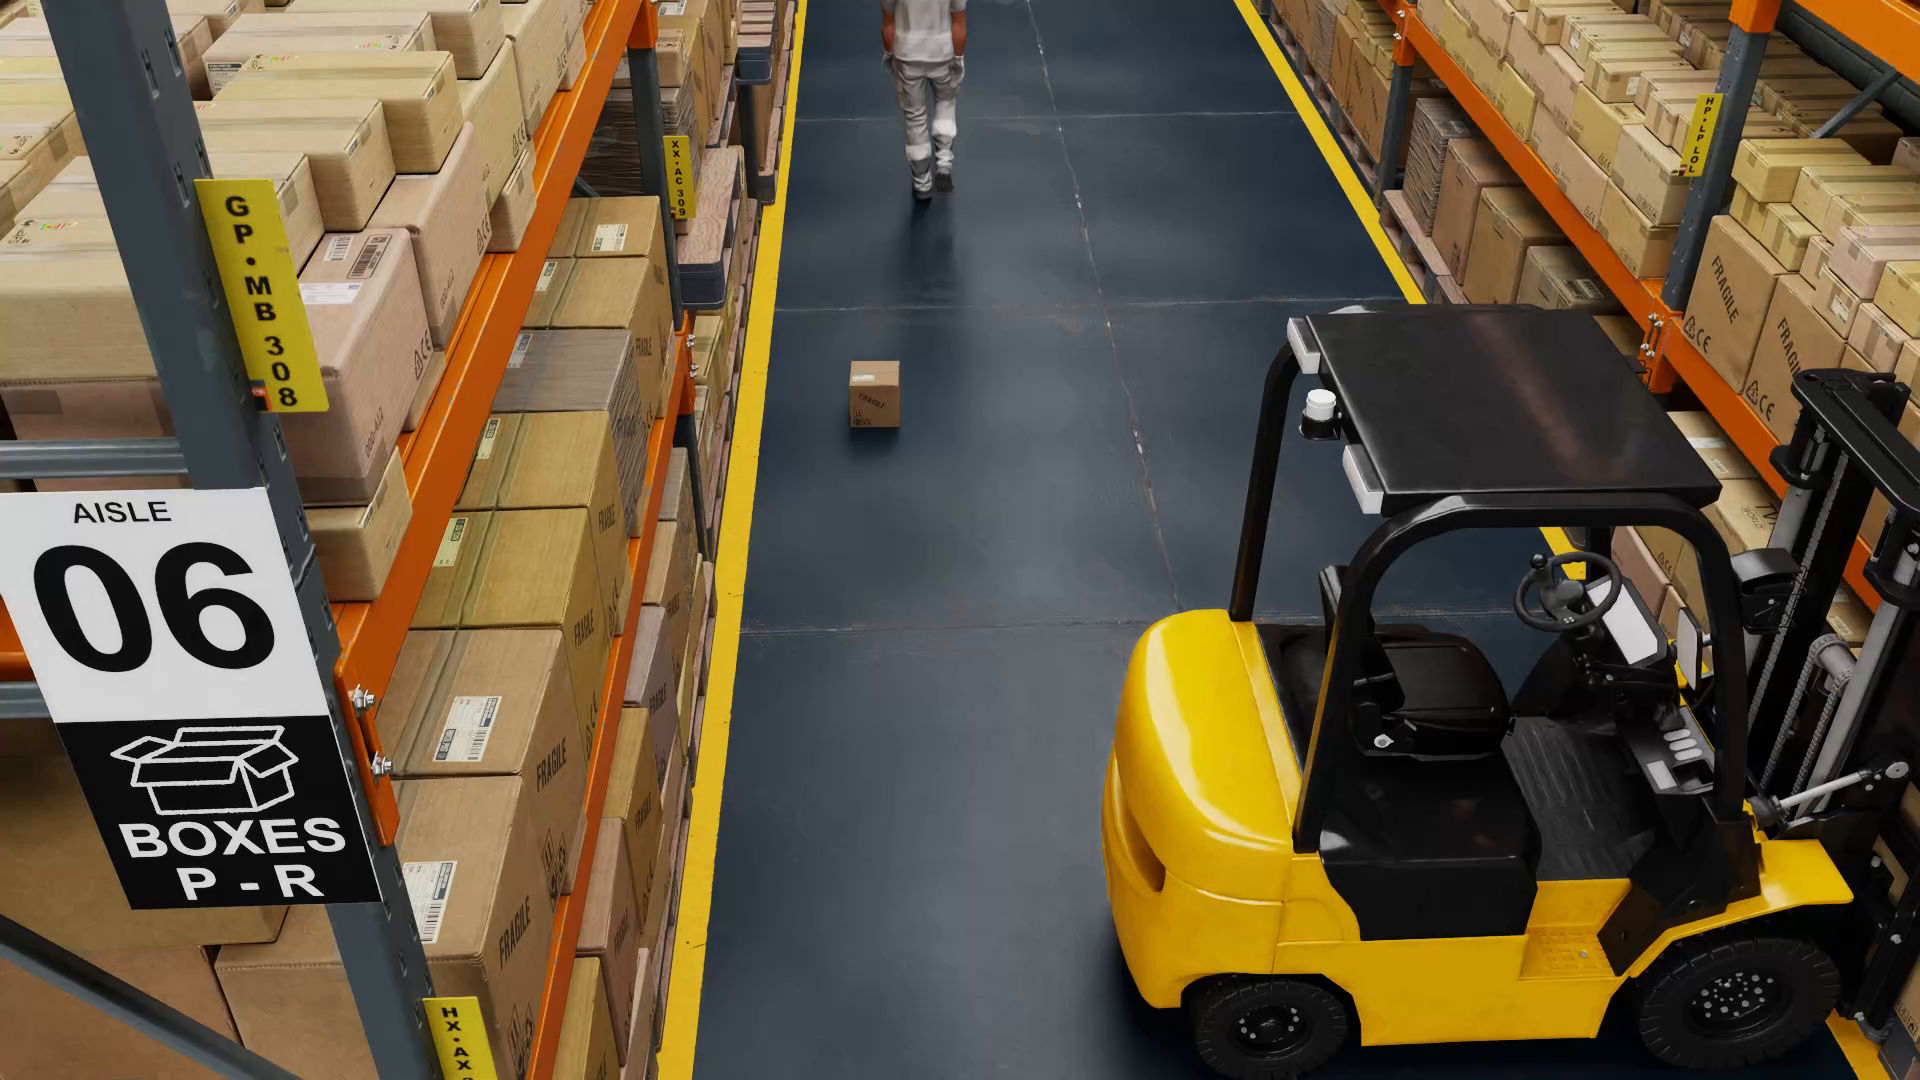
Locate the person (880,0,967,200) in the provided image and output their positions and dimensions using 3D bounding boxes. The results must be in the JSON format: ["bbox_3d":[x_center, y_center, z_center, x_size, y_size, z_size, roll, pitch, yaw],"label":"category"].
[{"bbox_3d":[-0.232,-3.037,10.447,0.525,1.806,0.448,-3,35,-5],"label":"person"}]
